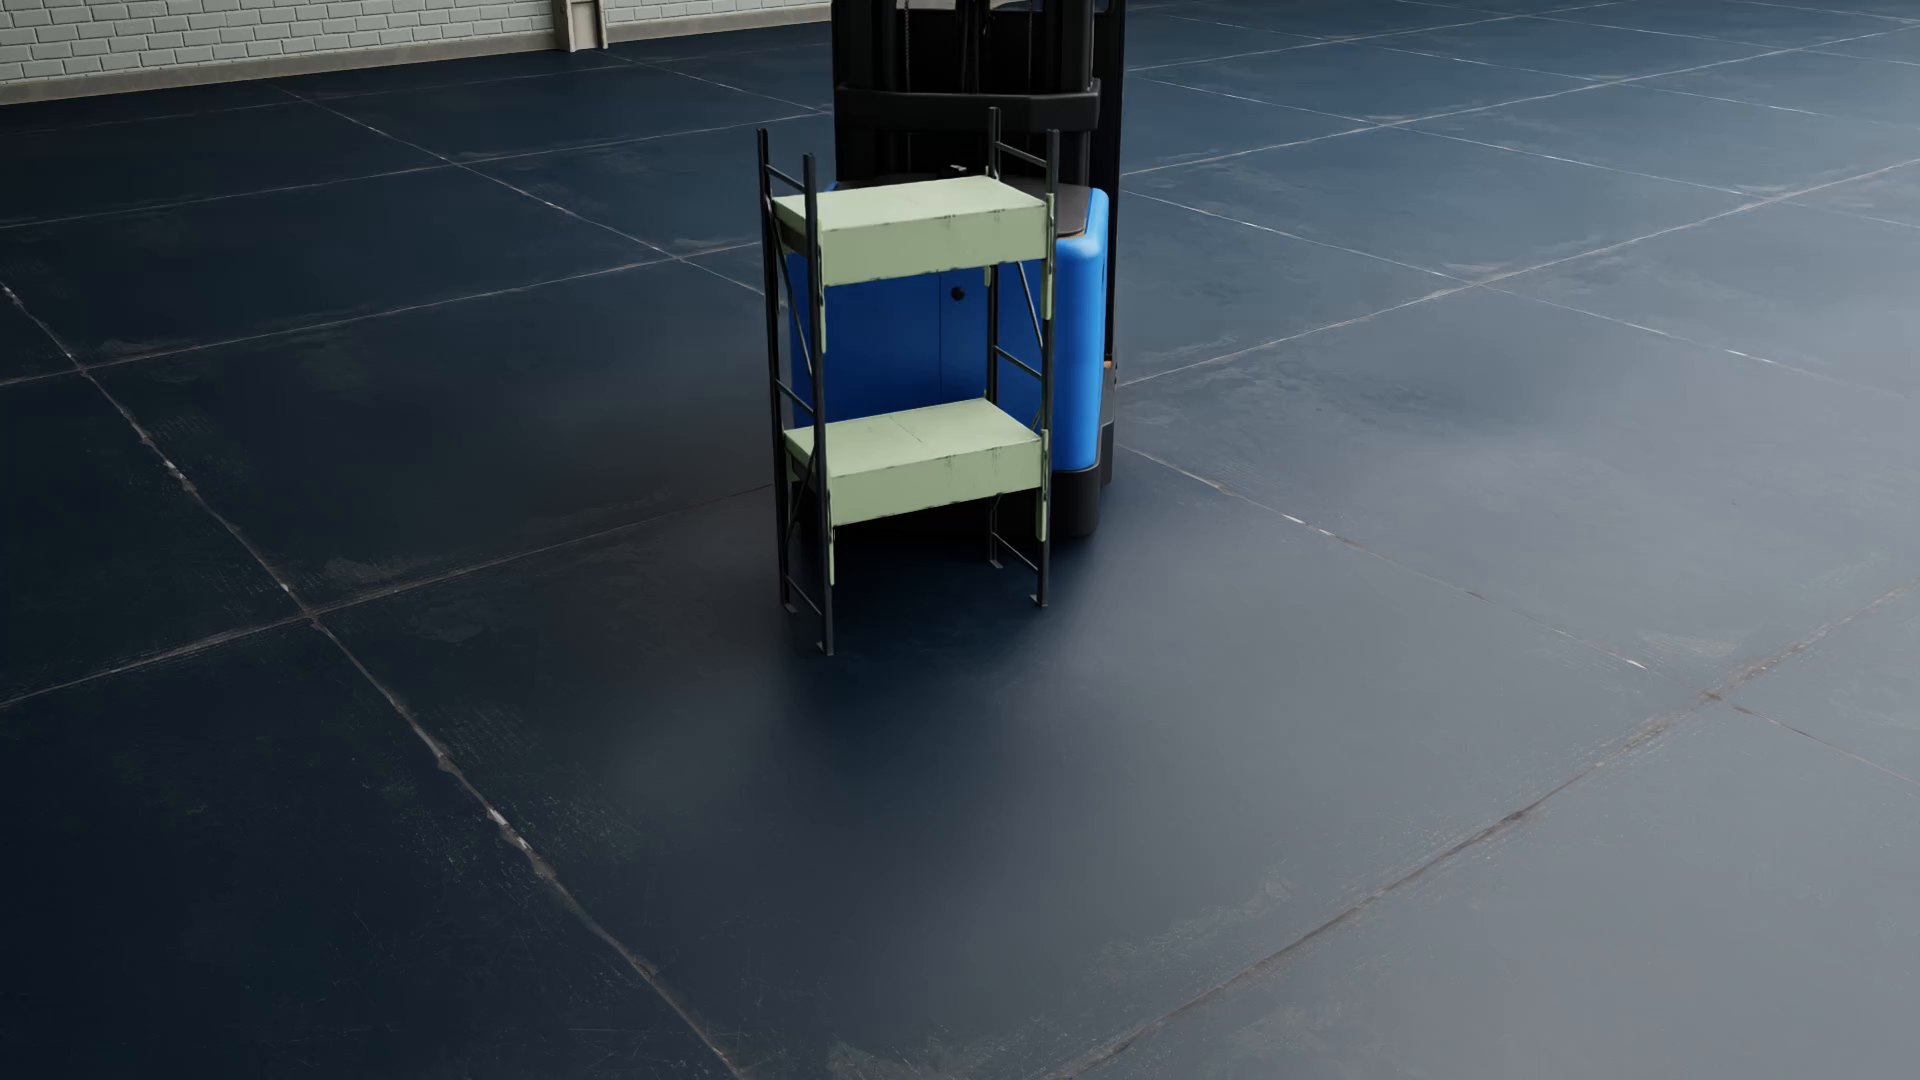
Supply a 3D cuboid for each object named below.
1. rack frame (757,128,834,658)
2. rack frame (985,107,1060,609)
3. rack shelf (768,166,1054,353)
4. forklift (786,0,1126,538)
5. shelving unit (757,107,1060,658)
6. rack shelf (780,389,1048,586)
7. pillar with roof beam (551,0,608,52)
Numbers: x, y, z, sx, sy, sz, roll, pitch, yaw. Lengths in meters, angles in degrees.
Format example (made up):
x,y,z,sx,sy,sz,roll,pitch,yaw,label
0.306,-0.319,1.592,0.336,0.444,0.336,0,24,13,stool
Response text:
x,y,z,sx,sy,sz,roll,pitch,yaw,label
-0.476,-0.405,4.841,0.023,1.500,0.400,-12,27,-23,rack frame
0.183,-0.539,5.130,0.023,1.500,0.400,-12,27,-23,rack frame
-0.147,-0.826,4.821,0.720,0.370,0.431,-12,27,-23,rack shelf
0.095,-1.924,6.413,1.130,2.935,3.031,3,25,5,forklift
-0.147,-0.472,4.985,0.755,1.500,0.431,-12,27,-23,shelving unit
-0.147,-0.176,5.122,0.720,0.370,0.431,-12,27,-23,rack shelf
-0.950,-7.351,10.900,0.400,9.000,9.100,-18,31,-34,pillar with roof beam
